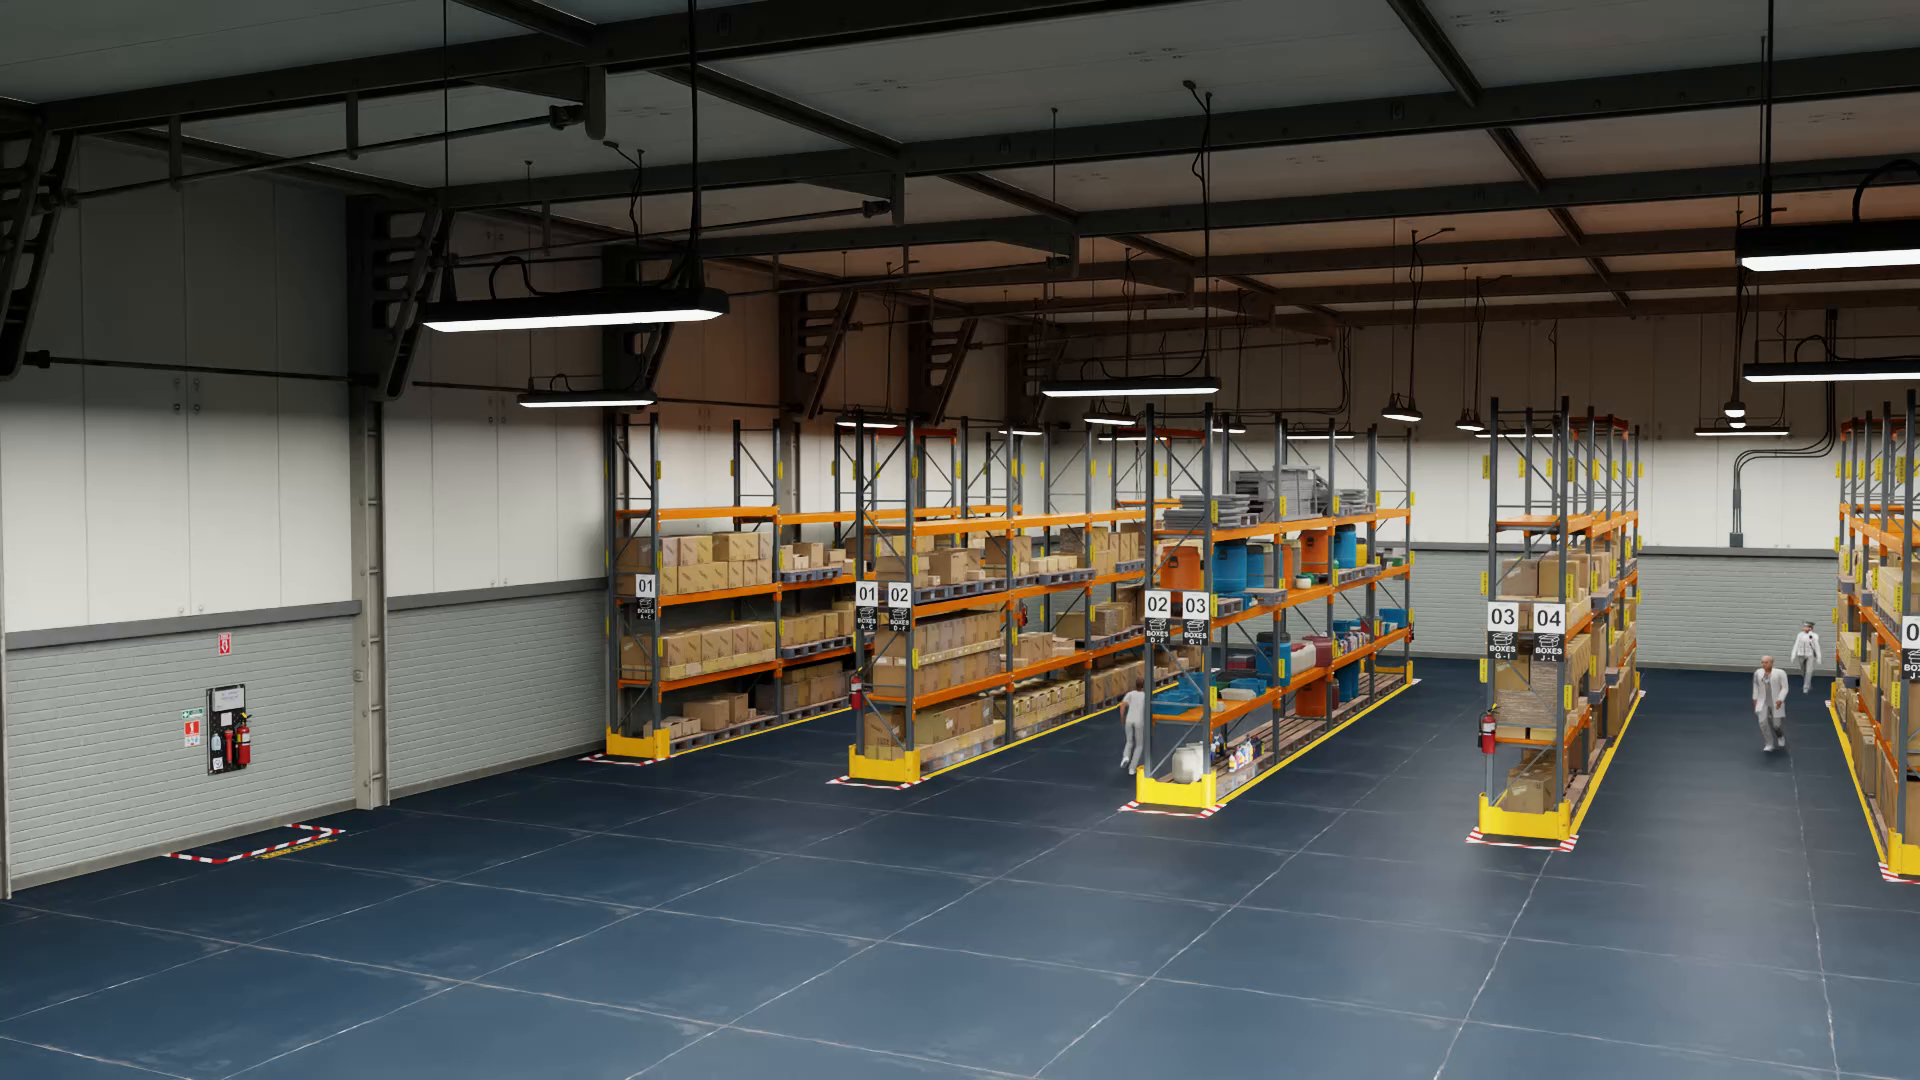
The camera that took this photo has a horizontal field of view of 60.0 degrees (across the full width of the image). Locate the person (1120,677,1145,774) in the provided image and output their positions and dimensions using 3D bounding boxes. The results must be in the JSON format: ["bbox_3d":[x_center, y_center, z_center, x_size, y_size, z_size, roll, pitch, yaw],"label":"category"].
[{"bbox_3d":[2.941,3.066,27.610,0.529,1.562,0.689,1,3,27],"label":"person"}]

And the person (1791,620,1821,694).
[{"bbox_3d":[18.931,2.601,37.228,0.566,1.603,1.014,2,3,44],"label":"person"}]

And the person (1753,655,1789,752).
[{"bbox_3d":[14.525,2.908,29.814,0.620,1.695,0.790,2,3,38],"label":"person"}]
